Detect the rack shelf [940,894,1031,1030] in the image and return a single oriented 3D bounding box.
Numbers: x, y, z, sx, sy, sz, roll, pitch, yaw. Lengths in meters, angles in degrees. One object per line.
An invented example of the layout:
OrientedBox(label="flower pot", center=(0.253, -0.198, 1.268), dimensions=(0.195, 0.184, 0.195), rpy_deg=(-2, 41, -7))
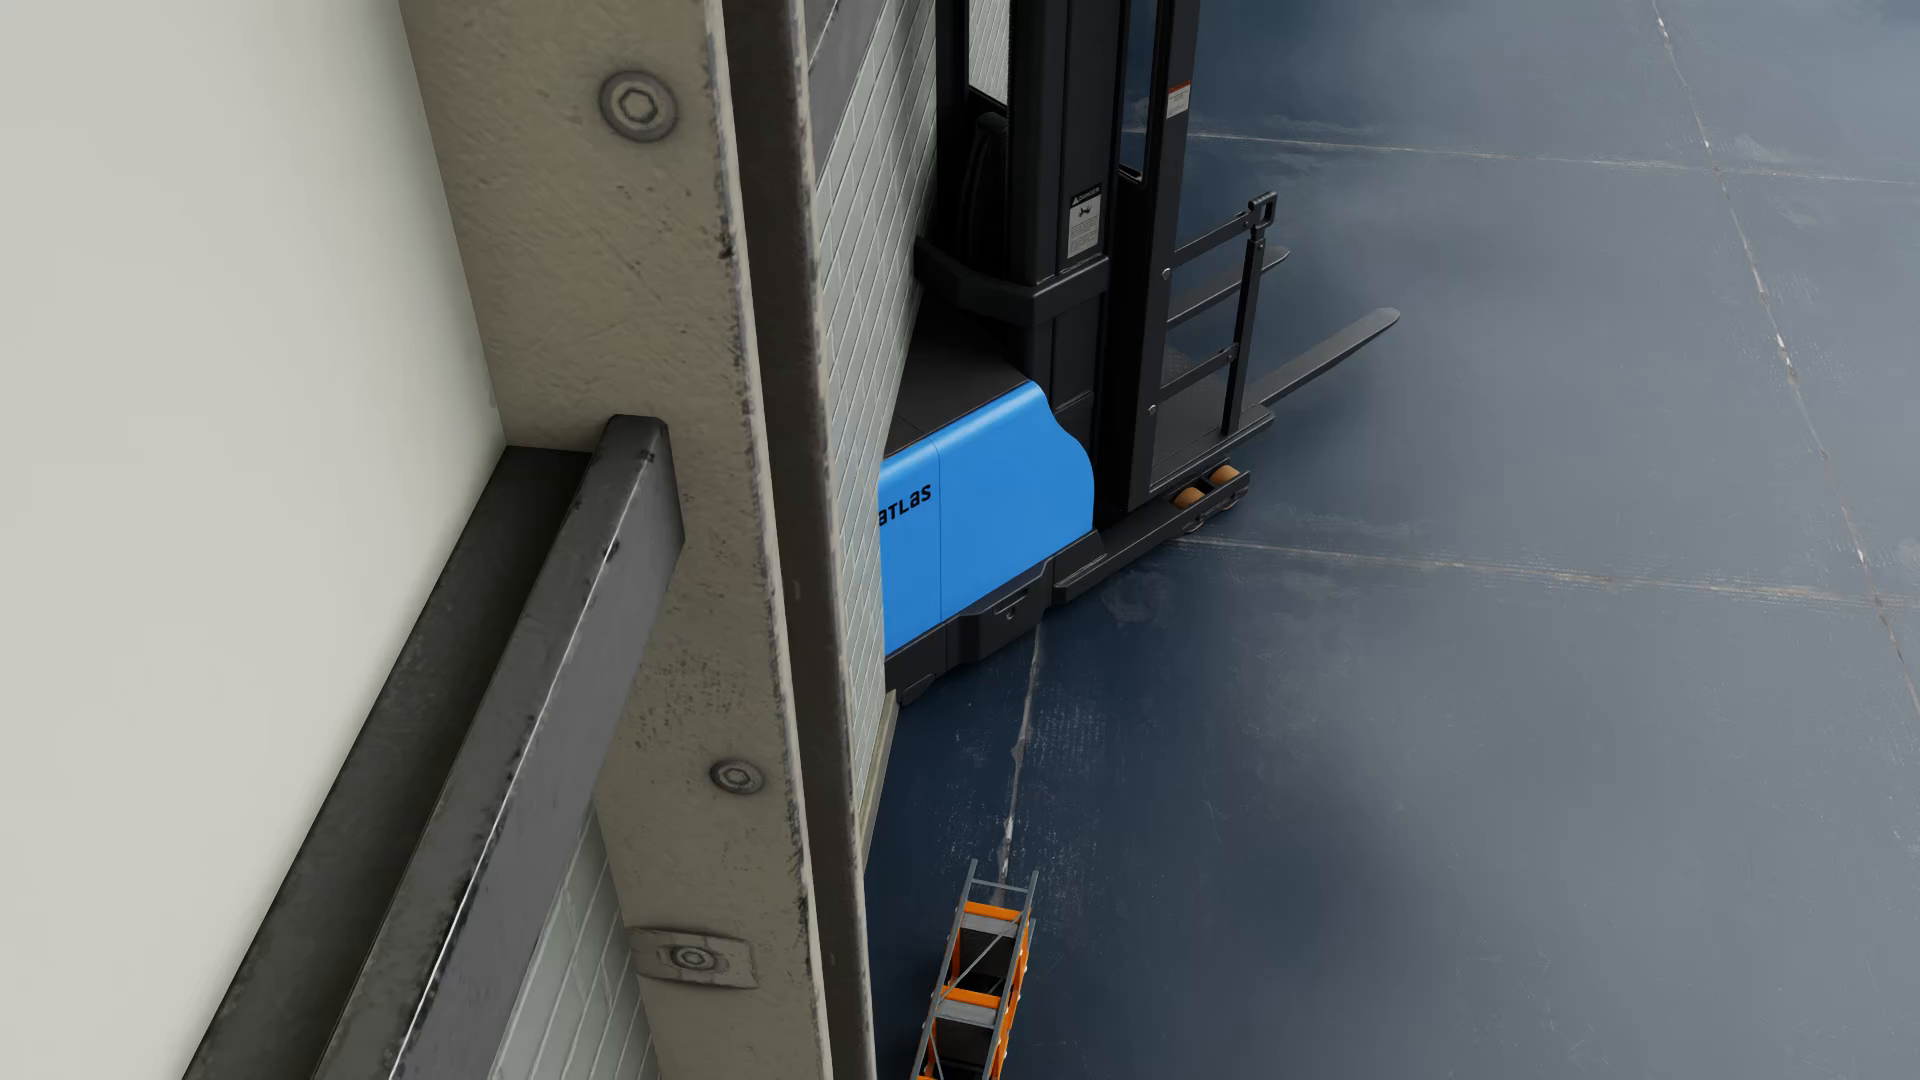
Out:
OrientedBox(label="rack shelf", center=(0.075, 1.212, 4.782), dimensions=(0.215, 0.240, 0.259), rpy_deg=(9, 44, 10))

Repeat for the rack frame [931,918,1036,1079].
OrientedBox(label="rack frame", center=(0.012, 1.483, 4.673), dimensions=(0.200, 0.008, 1.050), rpy_deg=(9, 44, 10))

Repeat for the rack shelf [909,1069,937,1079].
OrientedBox(label="rack shelf", center=(-0.055, 1.588, 4.385), dimensions=(0.215, 0.240, 0.259), rpy_deg=(9, 44, 10))

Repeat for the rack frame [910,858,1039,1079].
OrientedBox(label="rack frame", center=(0.012, 1.306, 4.505), dimensions=(0.200, 0.008, 1.050), rpy_deg=(9, 44, 10))

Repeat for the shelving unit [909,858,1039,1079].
OrientedBox(label="shelving unit", center=(0.012, 1.395, 4.589), dimensions=(0.215, 0.252, 1.050), rpy_deg=(9, 44, 10))

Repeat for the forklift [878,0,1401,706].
OrientedBox(label="forklift", center=(0.474, -1.344, 5.537), dimensions=(3.031, 2.935, 1.130), rpy_deg=(-31, 51, -28))

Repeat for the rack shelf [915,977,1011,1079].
OrientedBox(label="rack shelf", center=(0.009, 1.402, 4.582), dimensions=(0.215, 0.240, 0.259), rpy_deg=(9, 44, 10))
